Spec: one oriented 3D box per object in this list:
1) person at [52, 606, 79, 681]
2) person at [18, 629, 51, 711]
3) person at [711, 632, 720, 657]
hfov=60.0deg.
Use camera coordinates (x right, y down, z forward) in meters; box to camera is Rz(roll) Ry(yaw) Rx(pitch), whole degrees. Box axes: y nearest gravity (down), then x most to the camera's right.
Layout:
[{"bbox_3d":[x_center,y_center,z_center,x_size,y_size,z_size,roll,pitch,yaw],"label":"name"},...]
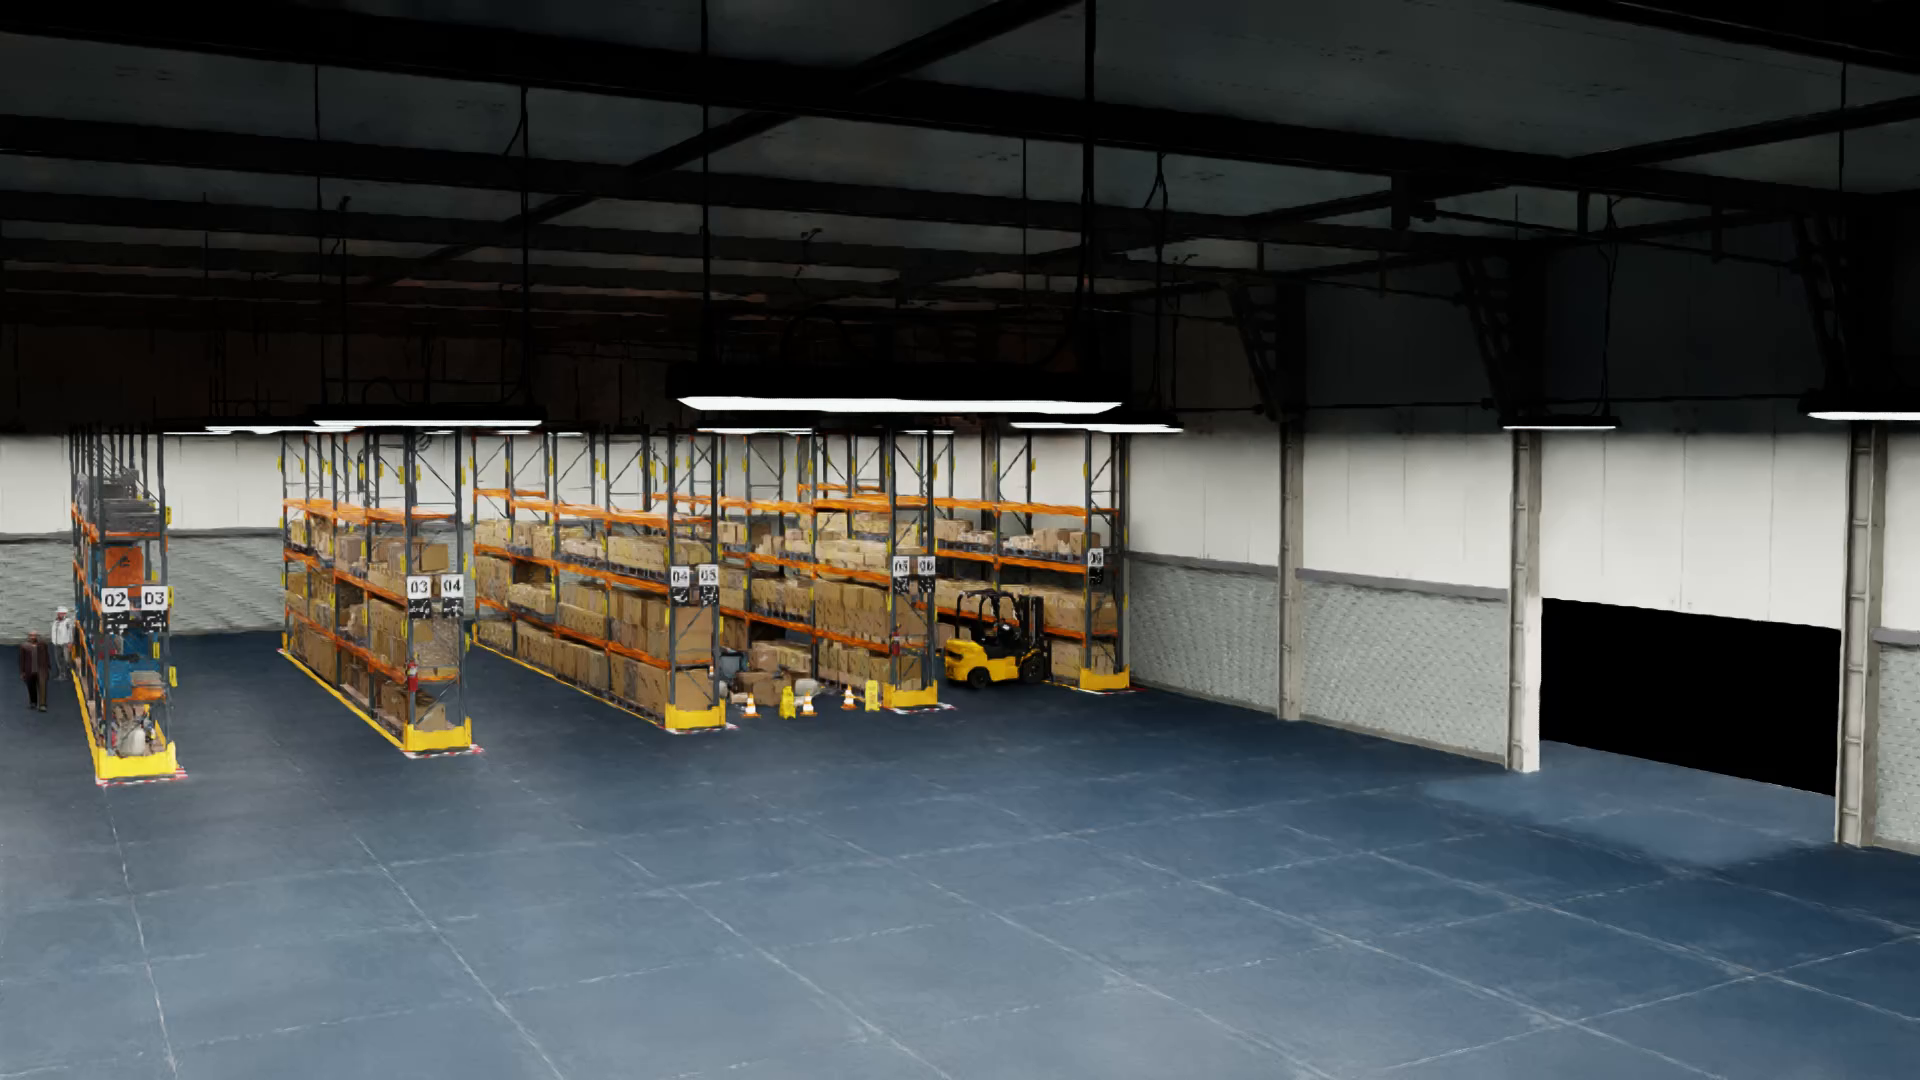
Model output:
[{"bbox_3d":[-21.059,2.414,39.110,0.566,1.757,0.534,1,4,10],"label":"person"},{"bbox_3d":[-19.308,2.706,34.679,0.585,1.696,1.175,-2,4,-27],"label":"person"},{"bbox_3d":[-6.246,2.282,41.548,0.586,1.718,0.639,0,4,-7],"label":"person"}]
